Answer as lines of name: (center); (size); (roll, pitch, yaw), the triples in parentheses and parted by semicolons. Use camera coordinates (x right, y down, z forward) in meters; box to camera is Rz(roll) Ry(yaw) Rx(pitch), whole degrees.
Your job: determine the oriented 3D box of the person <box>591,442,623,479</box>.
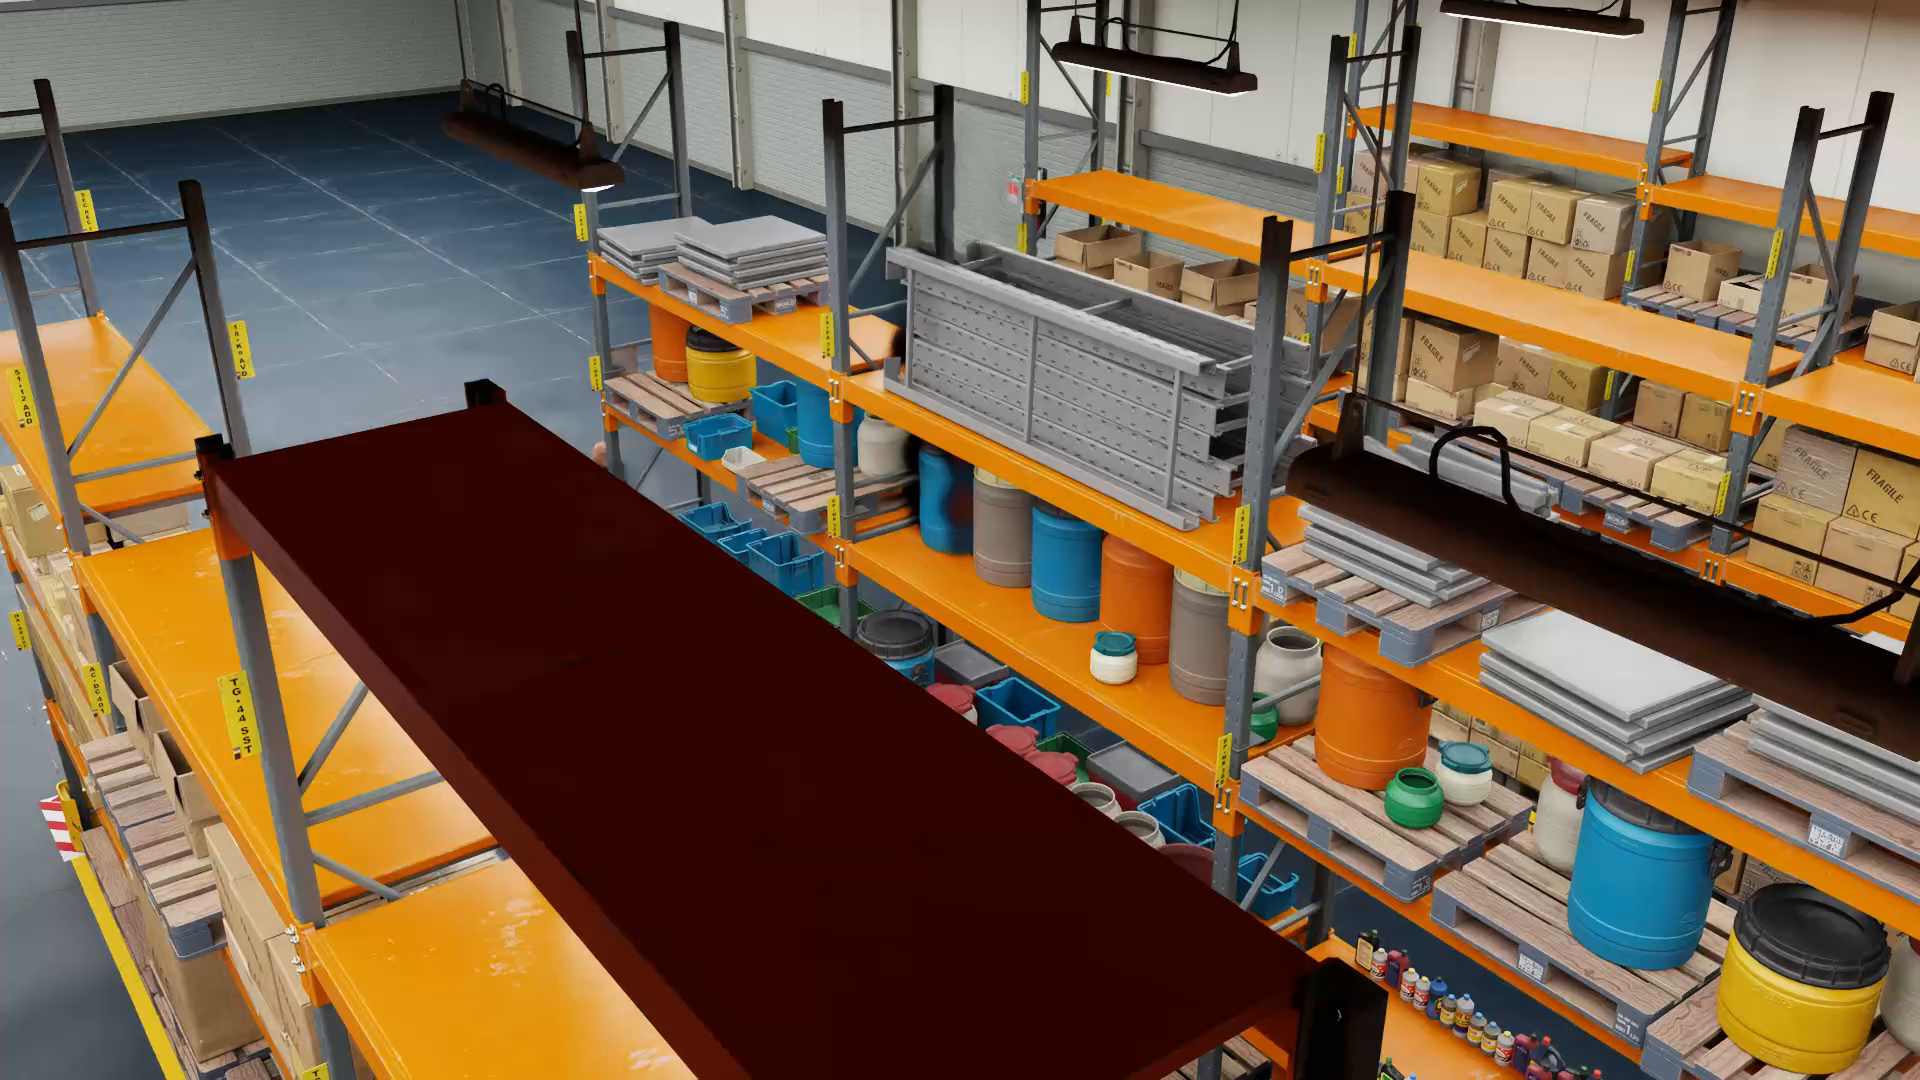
person: (-3.742, -0.229, 17.470); (0.628, 1.694, 0.545); (0, 25, 1)
